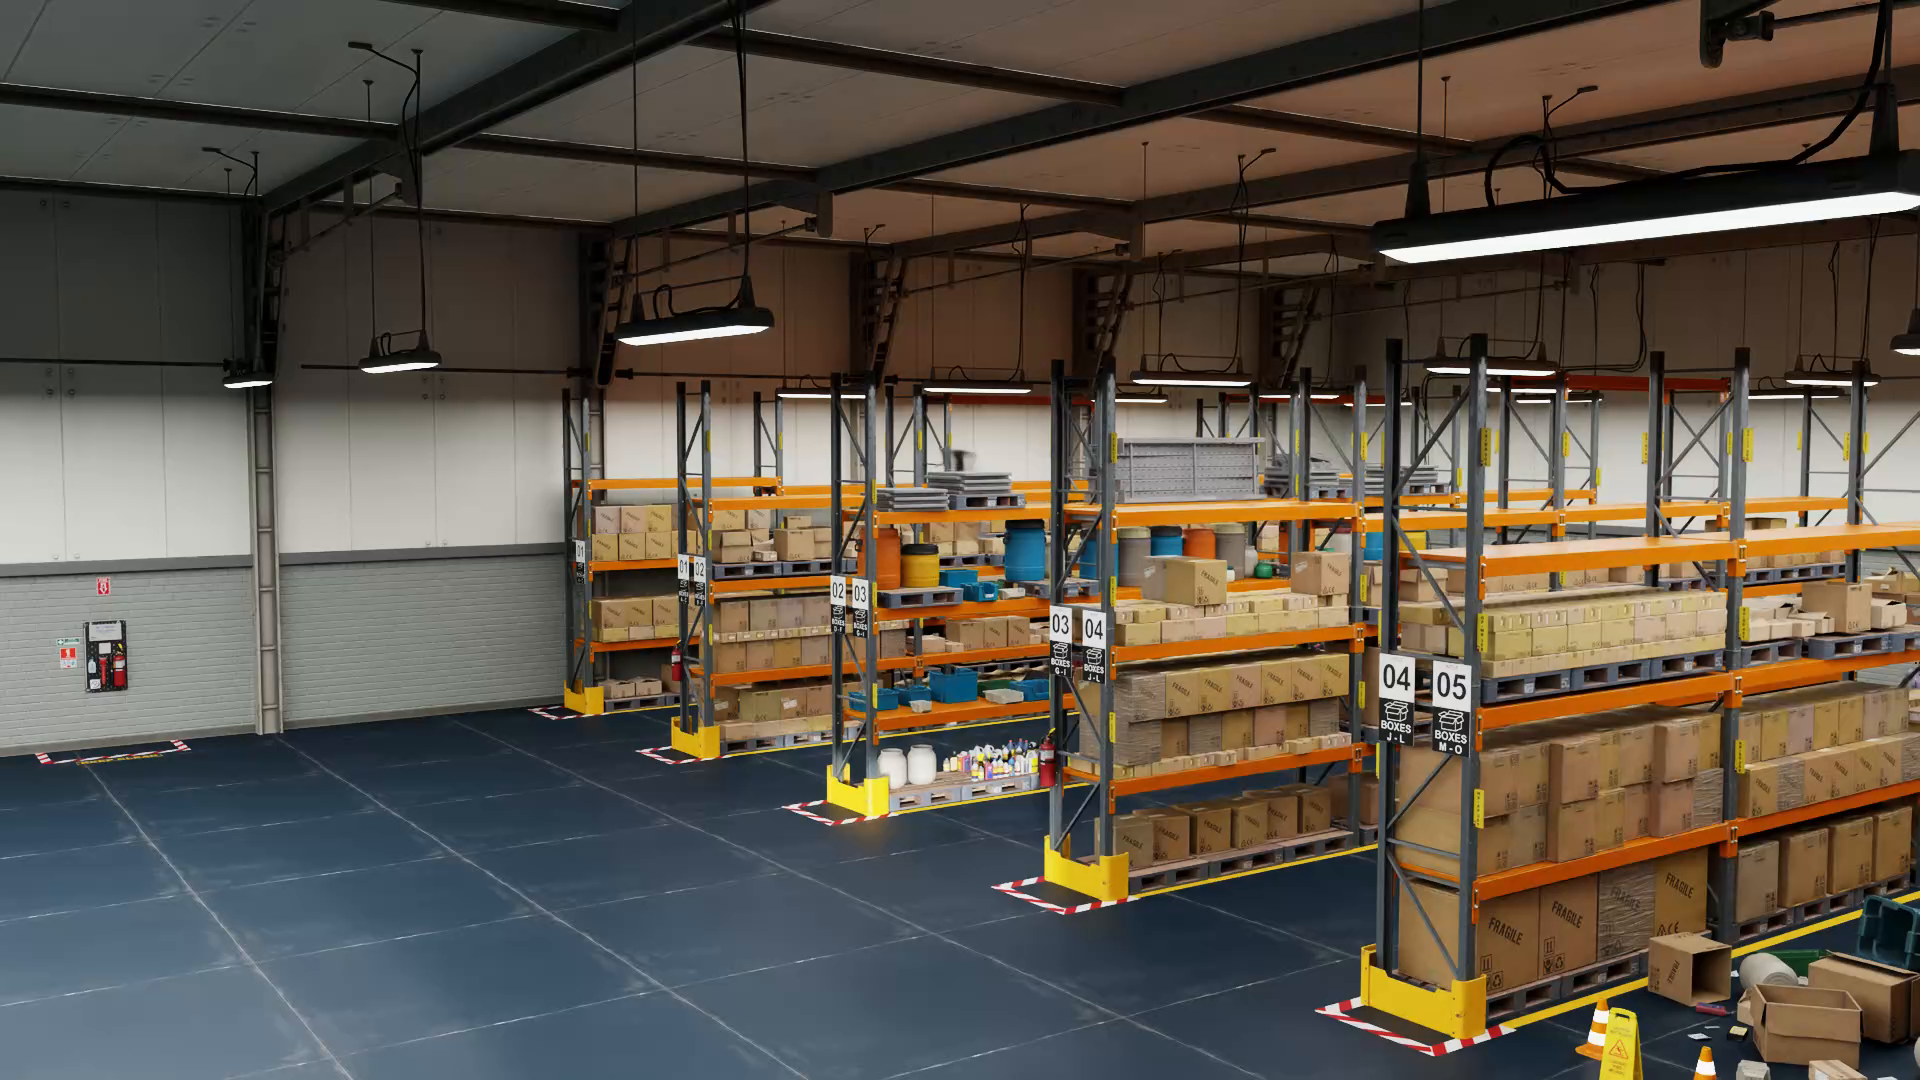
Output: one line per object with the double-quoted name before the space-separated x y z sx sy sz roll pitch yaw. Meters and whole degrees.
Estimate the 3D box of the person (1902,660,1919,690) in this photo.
"person" 15.491 2.652 26.752 0.591 1.649 0.824 2 4 29

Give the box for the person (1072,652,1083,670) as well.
"person" 2.523 2.202 34.001 0.984 1.633 0.651 -3 5 -43
